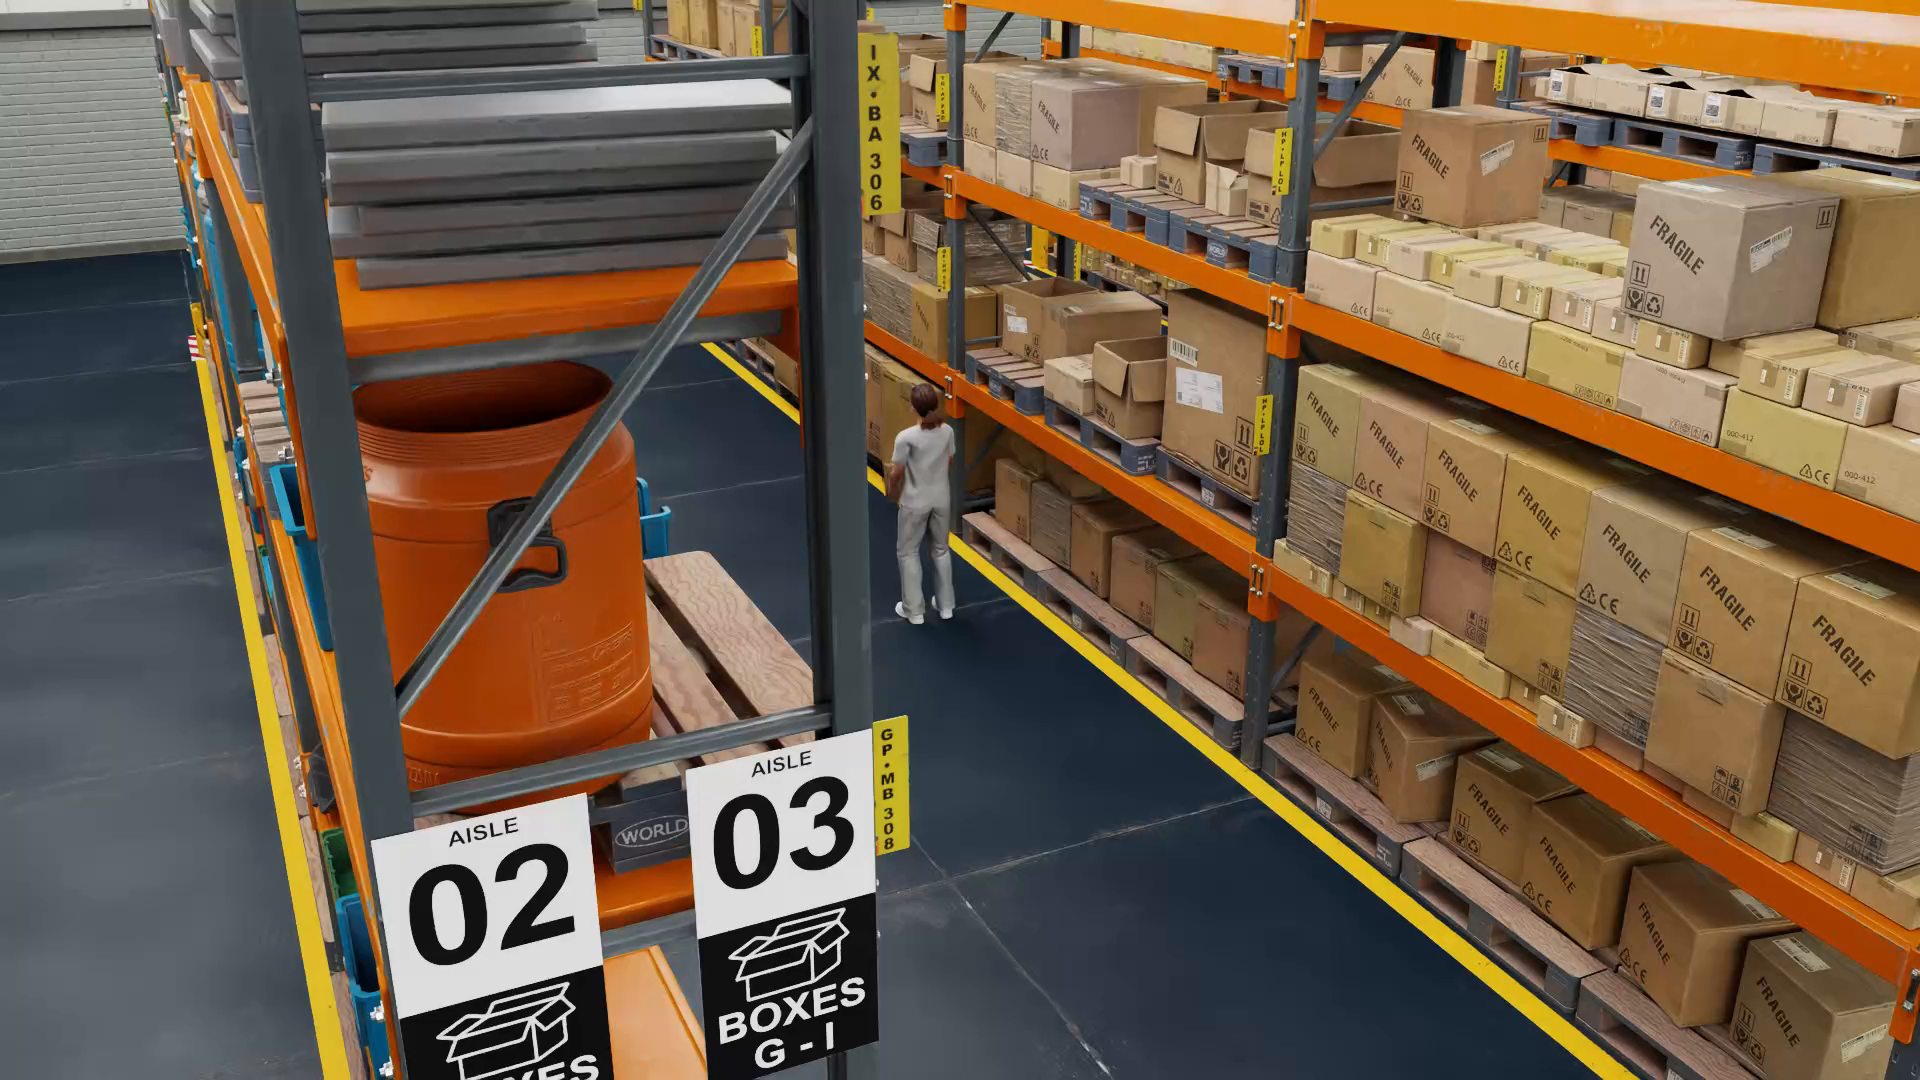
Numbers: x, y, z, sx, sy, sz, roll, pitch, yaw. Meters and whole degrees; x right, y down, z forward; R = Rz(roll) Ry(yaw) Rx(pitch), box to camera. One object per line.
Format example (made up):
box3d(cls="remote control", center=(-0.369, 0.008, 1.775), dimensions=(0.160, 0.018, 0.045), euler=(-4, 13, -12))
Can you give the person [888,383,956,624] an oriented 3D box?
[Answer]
box3d(cls="person", center=(-0.268, -0.148, 11.282), dimensions=(0.464, 1.425, 0.457), euler=(-11, 25, -24))
